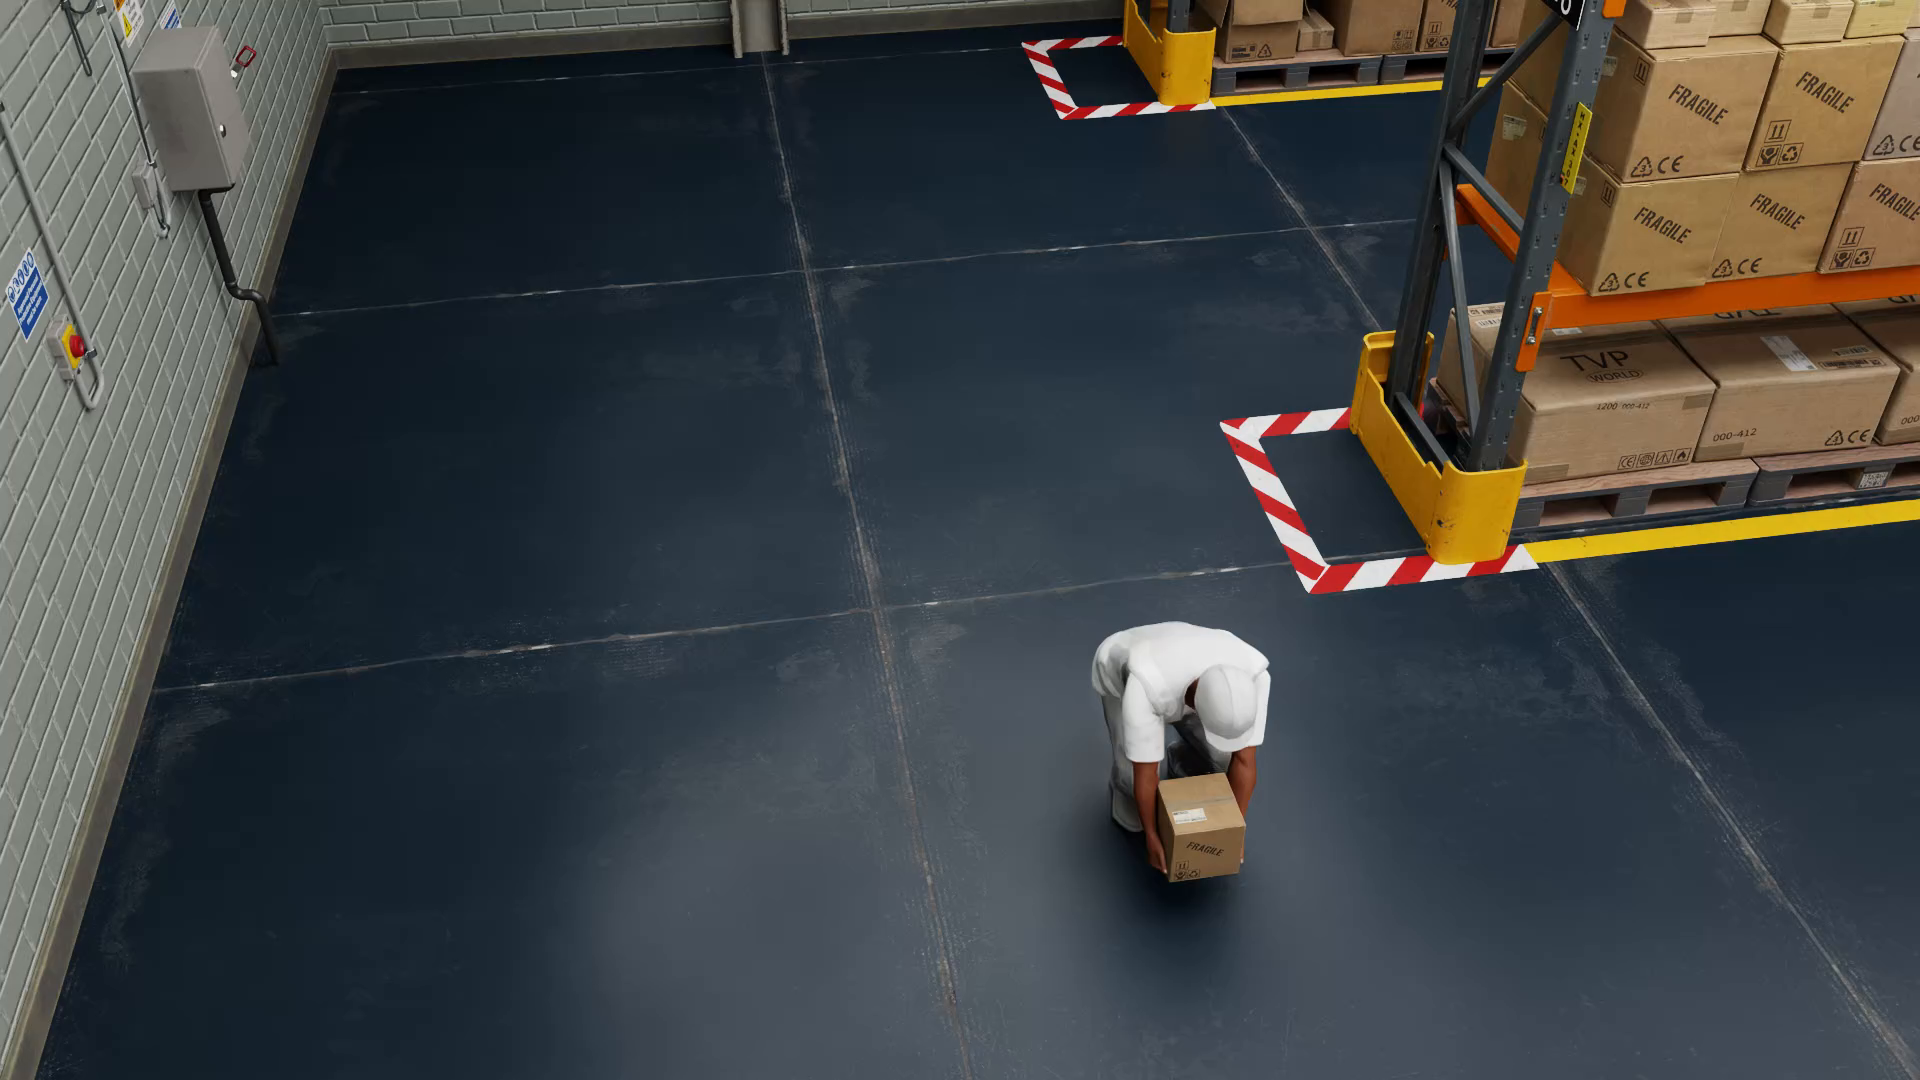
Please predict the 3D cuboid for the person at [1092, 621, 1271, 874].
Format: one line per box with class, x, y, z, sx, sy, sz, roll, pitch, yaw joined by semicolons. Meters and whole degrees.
person;0.799;0.652;5.928;0.542;1.011;0.903;-7;39;-9
